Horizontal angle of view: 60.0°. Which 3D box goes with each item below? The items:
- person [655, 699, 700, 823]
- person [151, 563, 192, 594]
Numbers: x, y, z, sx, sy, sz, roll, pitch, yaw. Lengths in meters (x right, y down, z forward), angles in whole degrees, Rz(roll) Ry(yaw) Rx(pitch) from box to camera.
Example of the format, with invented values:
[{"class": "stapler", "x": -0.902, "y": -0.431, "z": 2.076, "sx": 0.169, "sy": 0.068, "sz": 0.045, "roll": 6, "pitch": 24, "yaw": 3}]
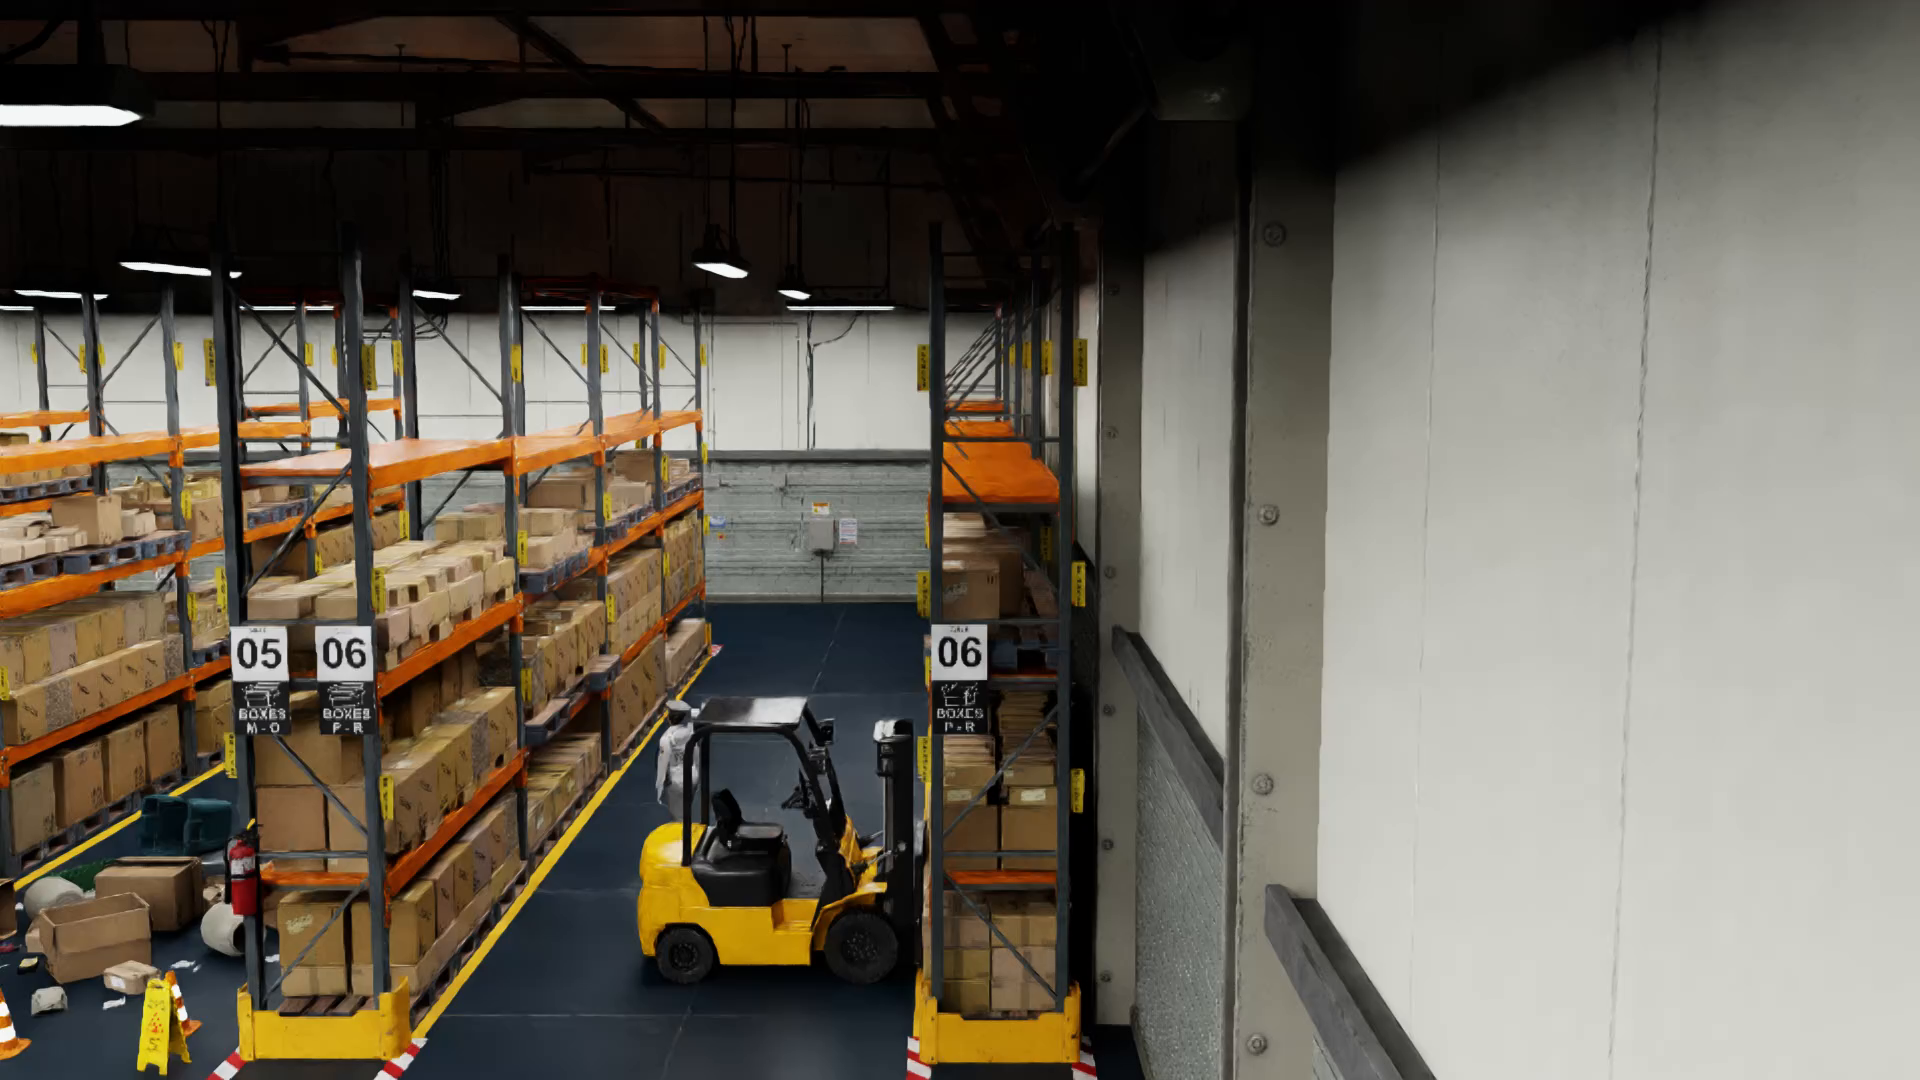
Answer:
[{"class": "person", "x": -2.797, "y": 2.412, "z": 16.439, "sx": 0.544, "sy": 1.667, "sz": 0.572, "roll": 4, "pitch": 8, "yaw": 31}, {"class": "person", "x": -14.644, "y": 0.701, "z": 30.883, "sx": 0.682, "sy": 1.718, "sz": 0.811, "roll": -2, "pitch": 7, "yaw": -19}]
